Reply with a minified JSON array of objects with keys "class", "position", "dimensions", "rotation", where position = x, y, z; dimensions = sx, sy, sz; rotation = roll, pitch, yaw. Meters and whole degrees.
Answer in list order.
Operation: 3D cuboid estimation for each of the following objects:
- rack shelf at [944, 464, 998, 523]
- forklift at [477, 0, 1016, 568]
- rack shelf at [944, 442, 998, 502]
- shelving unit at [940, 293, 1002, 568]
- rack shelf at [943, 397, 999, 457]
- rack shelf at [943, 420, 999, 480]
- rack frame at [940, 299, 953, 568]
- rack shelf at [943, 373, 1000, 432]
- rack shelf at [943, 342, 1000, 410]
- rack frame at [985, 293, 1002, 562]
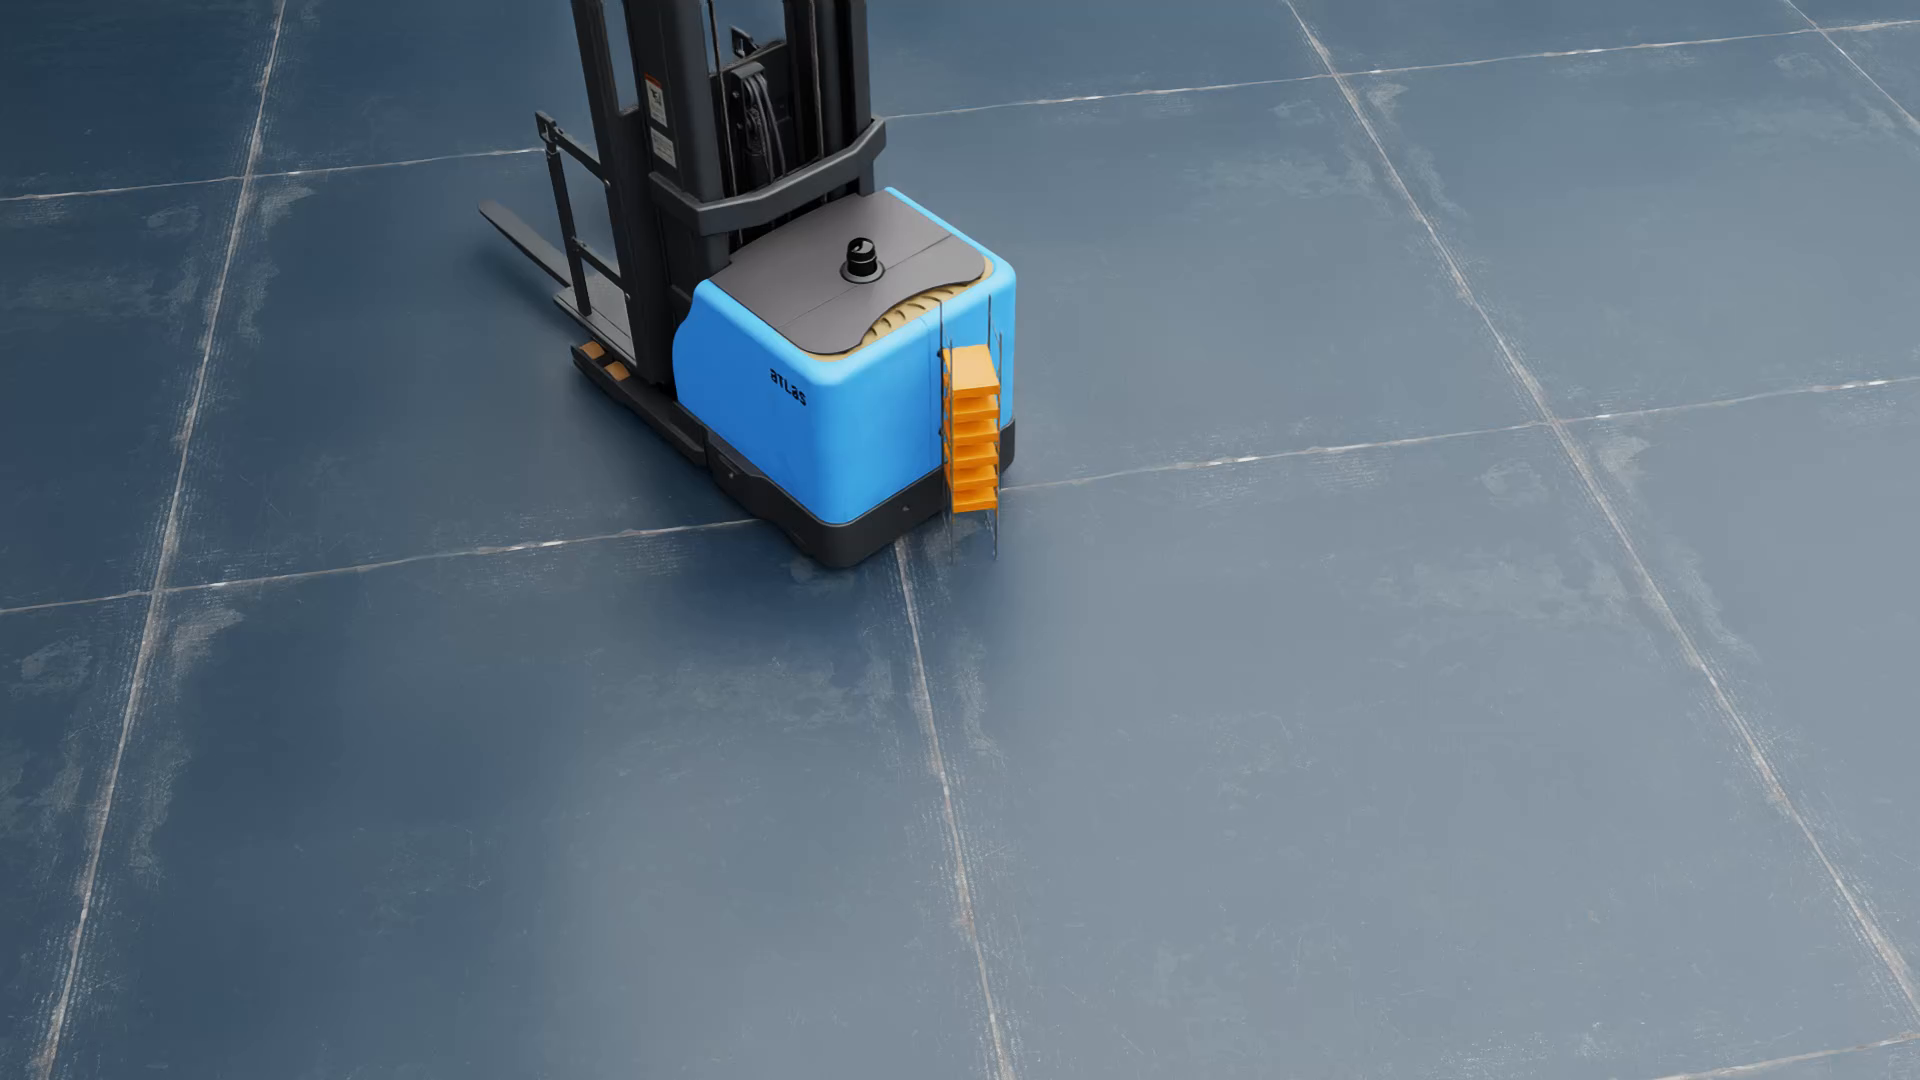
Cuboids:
[{"class":"rack shelf","position":[0.039,-0.202,6.700],"dimensions":[0.180,0.103,0.258],"rotation":[-7,47,-7]},{"class":"forklift","position":[-1.127,-1.882,6.721],"dimensions":[1.130,2.935,3.031],"rotation":[-33,55,-28]},{"class":"rack shelf","position":[0.039,-0.286,6.613],"dimensions":[0.180,0.103,0.258],"rotation":[-7,47,-7]},{"class":"shelving unit","position":[0.039,-0.400,6.495],"dimensions":[0.189,1.200,0.258],"rotation":[-7,47,-7]},{"class":"rack shelf","position":[0.039,-0.452,6.441],"dimensions":[0.180,0.103,0.258],"rotation":[-7,47,-7]},{"class":"rack shelf","position":[0.039,-0.369,6.527],"dimensions":[0.180,0.103,0.258],"rotation":[-7,47,-7]},{"class":"rack frame","position":[-0.051,-0.388,6.484],"dimensions":[0.006,1.200,0.240],"rotation":[-7,47,-7]},{"class":"rack shelf","position":[0.039,-0.535,6.354],"dimensions":[0.180,0.103,0.258],"rotation":[-7,47,-7]},{"class":"rack shelf","position":[0.039,-0.619,6.268],"dimensions":[0.180,0.103,0.258],"rotation":[-7,47,-7]},{"class":"rack frame","position":[0.129,-0.411,6.506],"dimensions":[0.006,1.200,0.240],"rotation":[-7,47,-7]}]
